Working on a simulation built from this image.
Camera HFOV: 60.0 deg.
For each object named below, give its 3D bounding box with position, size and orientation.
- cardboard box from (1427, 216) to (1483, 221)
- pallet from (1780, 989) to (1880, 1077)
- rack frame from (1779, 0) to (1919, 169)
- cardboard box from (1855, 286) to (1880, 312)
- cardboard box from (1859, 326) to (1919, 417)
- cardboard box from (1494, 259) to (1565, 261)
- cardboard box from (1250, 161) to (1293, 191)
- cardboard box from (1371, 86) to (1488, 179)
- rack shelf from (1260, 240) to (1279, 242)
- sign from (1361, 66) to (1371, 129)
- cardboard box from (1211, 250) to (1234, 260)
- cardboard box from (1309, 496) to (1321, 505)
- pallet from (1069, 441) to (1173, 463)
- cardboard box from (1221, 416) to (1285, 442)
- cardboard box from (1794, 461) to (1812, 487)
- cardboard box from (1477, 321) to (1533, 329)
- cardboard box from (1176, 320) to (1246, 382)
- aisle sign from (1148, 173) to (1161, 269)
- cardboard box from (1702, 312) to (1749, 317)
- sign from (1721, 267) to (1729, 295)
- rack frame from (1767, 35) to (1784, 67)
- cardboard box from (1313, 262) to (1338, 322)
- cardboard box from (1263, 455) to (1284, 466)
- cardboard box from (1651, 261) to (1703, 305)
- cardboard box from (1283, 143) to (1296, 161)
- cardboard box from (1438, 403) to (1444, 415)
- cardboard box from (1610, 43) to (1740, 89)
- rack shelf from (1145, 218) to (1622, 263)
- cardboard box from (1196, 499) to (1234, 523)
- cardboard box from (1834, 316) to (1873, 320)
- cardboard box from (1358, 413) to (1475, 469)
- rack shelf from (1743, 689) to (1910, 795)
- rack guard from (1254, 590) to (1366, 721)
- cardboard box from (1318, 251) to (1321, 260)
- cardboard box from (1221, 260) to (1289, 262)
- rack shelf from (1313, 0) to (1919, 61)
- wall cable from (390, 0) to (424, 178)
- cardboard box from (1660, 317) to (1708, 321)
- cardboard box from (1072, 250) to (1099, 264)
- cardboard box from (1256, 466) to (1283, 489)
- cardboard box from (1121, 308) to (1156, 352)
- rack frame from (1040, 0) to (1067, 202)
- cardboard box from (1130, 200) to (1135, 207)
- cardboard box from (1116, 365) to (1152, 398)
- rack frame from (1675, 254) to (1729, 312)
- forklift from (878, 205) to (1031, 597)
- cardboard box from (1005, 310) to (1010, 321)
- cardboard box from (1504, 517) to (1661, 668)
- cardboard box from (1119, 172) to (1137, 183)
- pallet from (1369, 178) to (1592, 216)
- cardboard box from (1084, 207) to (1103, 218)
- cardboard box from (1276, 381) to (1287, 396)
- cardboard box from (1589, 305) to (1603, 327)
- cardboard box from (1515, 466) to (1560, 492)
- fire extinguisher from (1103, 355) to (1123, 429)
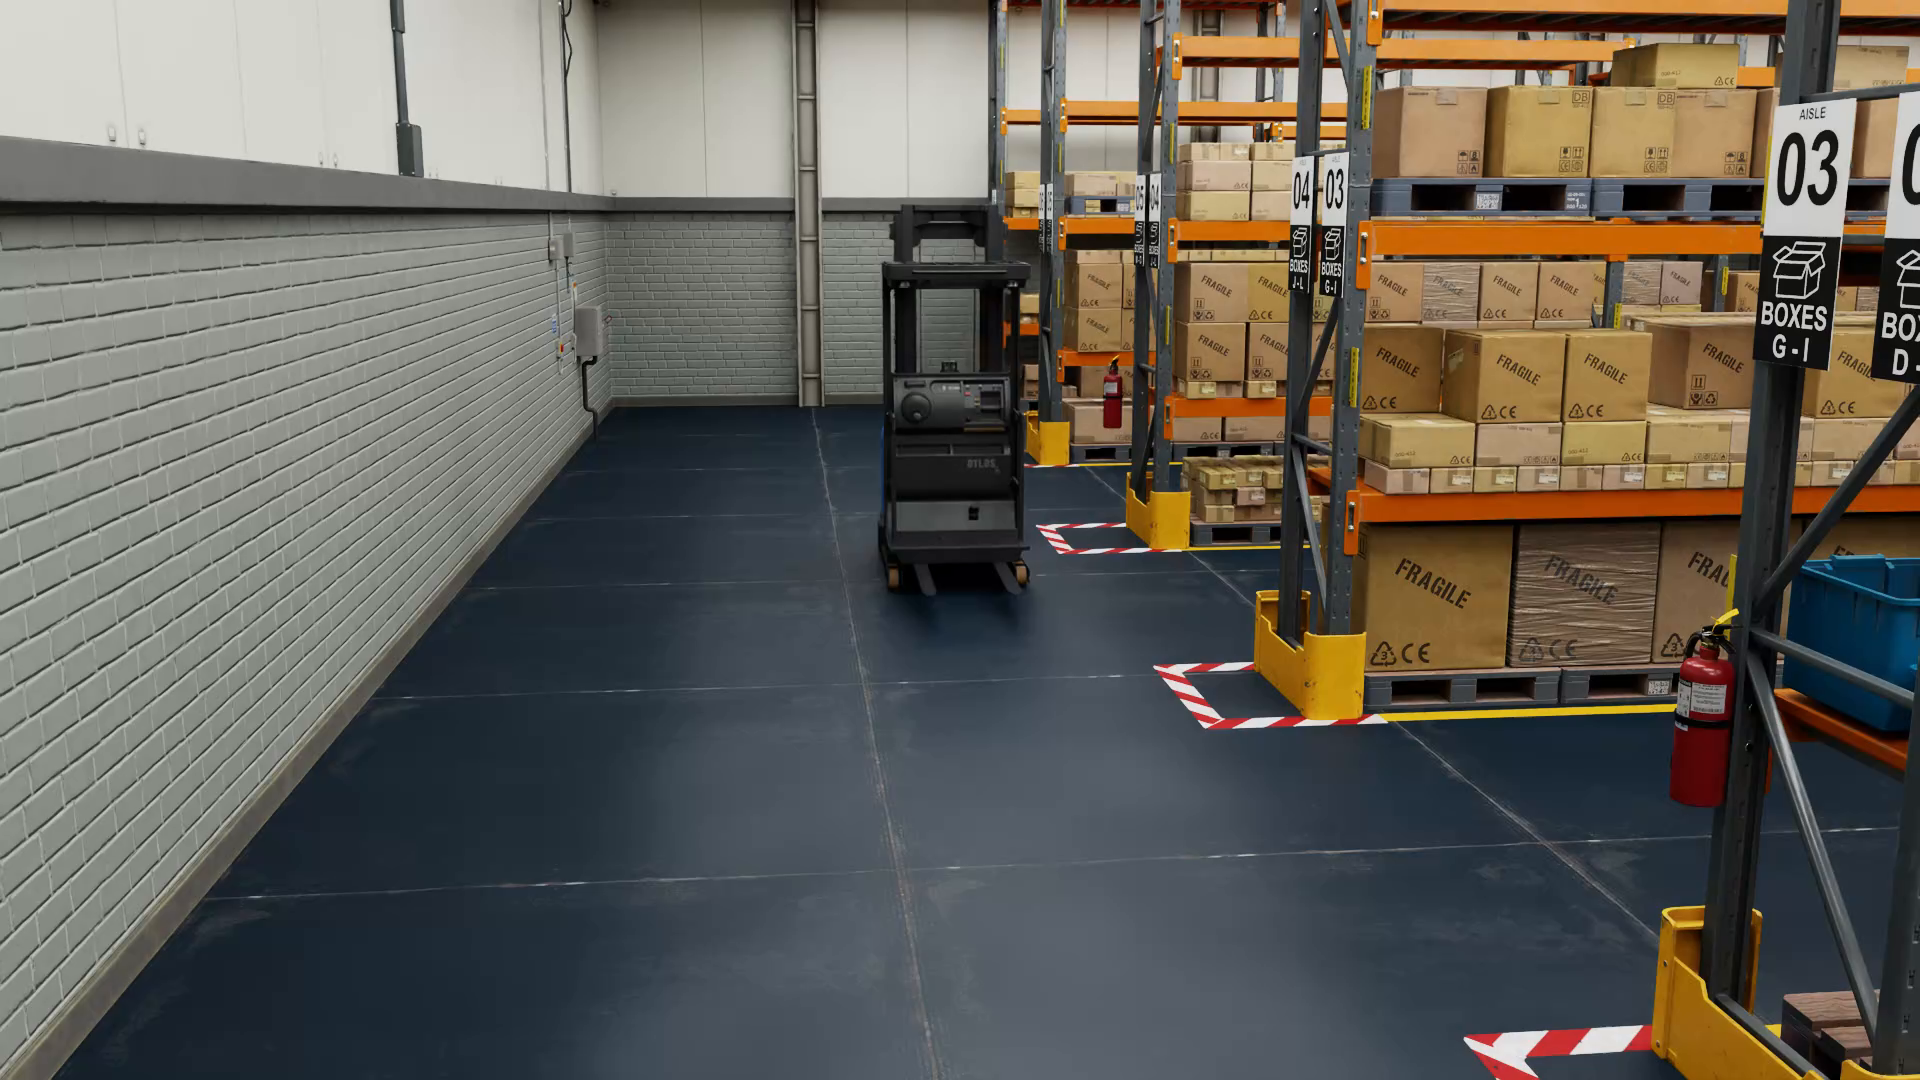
[{"bbox_3d":[4.214,-2.901,14.460,0.500,0.250,0.500,-1,11,-7],"label":"cardboard box"},{"bbox_3d":[3.492,1.762,5.360,1.213,0.211,1.003,-1,11,-6],"label":"pallet"},{"bbox_3d":[2.668,-2.541,4.463,0.127,3.000,1.000,-1,11,-6],"label":"rack frame"},{"bbox_3d":[11.031,-3.013,20.301,0.500,0.500,0.500,-2,11,-8],"label":"cardboard box"},{"bbox_3d":[5.682,-1.010,9.901,0.500,0.500,0.500,-1,11,-4],"label":"cardboard box"},{"bbox_3d":[5.200,-2.306,15.201,0.500,0.500,0.500,-1,11,-5],"label":"cardboard box"},{"bbox_3d":[2.682,-3.114,14.249,0.500,0.250,0.500,-1,11,-7],"label":"cardboard box"},{"bbox_3d":[2.645,-2.344,9.632,0.500,0.500,0.700,-2,11,-10],"label":"cardboard box"},{"bbox_3d":[6.489,-4.643,24.798,4.000,0.370,1.077,-1,11,-6],"label":"rack shelf"},{"bbox_3d":[2.188,-2.380,8.950,0.005,0.325,0.100,-1,11,-6],"label":"sign"},{"bbox_3d":[2.992,-3.284,19.262,0.250,0.149,0.380,-1,11,-7],"label":"cardboard box"},{"bbox_3d":[3.026,-0.416,14.741,0.250,0.149,0.380,-1,11,-4],"label":"cardboard box"},{"bbox_3d":[1.850,-1.111,19.970,1.213,0.211,1.003,-1,11,-6],"label":"pallet"},{"bbox_3d":[3.514,-1.468,20.114,0.875,0.438,0.875,-2,11,-8],"label":"cardboard box"},{"bbox_3d":[4.819,-0.416,9.860,0.250,0.149,0.380,-1,11,-5],"label":"cardboard box"},{"bbox_3d":[4.708,-1.704,14.727,0.500,0.500,0.500,-2,11,-8],"label":"cardboard box"},{"bbox_3d":[2.175,-1.651,14.462,0.500,0.500,0.500,-1,11,-3],"label":"cardboard box"},{"bbox_3d":[1.658,-2.717,14.171,0.004,0.787,0.394,-1,11,-6],"label":"aisle sign"},{"bbox_3d":[7.083,-2.025,15.411,0.250,0.149,0.380,-2,11,-8],"label":"cardboard box"},{"bbox_3d":[9.080,-3.076,19.735,0.005,0.325,0.100,-1,11,-6],"label":"sign"},{"bbox_3d":[12.453,-6.593,25.075,0.127,3.000,1.000,-1,11,-6],"label":"rack frame"},{"bbox_3d":[3.194,-2.162,14.469,0.500,0.500,0.500,-1,11,-7],"label":"cardboard box"},{"bbox_3d":[2.961,-0.676,15.290,0.250,0.149,0.380,-2,11,-8],"label":"cardboard box"},{"bbox_3d":[8.531,-3.093,19.972,0.500,0.500,0.500,-2,11,-8],"label":"cardboard box"},{"bbox_3d":[2.820,-3.301,14.165,0.250,0.149,0.380,-1,11,-5],"label":"cardboard box"},{"bbox_3d":[3.091,-0.691,10.222,0.500,0.250,0.500,-1,11,-7],"label":"cardboard box"},{"bbox_3d":[4.143,-2.731,9.656,0.500,0.250,0.500,-2,11,-8],"label":"cardboard box"},{"bbox_3d":[3.687,-2.661,14.714,4.000,0.370,1.077,-1,11,-6],"label":"rack shelf"},{"bbox_3d":[2.254,-0.257,14.700,0.250,0.149,0.380,-1,11,-5],"label":"cardboard box"},{"bbox_3d":[7.928,-1.917,14.862,0.250,0.149,0.380,-1,11,-3],"label":"cardboard box"},{"bbox_3d":[2.640,-0.577,9.647,0.500,0.250,0.500,-2,11,-8],"label":"cardboard box"},{"bbox_3d":[4.657,0.714,5.323,4.000,0.370,1.077,-1,11,-6],"label":"rack shelf"},{"bbox_3d":[2.110,0.680,10.112,0.348,0.500,1.175,-1,11,-6],"label":"rack guard"},{"bbox_3d":[4.245,-3.333,19.514,0.250,0.149,0.380,-1,11,-6],"label":"cardboard box"},{"bbox_3d":[2.630,-2.253,14.932,0.500,0.500,0.500,-2,11,-8],"label":"cardboard box"},{"bbox_3d":[4.122,-2.983,9.615,4.000,0.370,1.077,-1,11,-6],"label":"rack shelf"},{"bbox_3d":[-3.860,-5.612,11.747,0.120,5.999,2.277,-1,11,-6],"label":"wall cable"},{"bbox_3d":[6.393,-1.885,14.701,0.250,0.149,0.380,-1,11,-4],"label":"cardboard box"},{"bbox_3d":[1.446,-3.260,19.139,0.250,0.149,0.380,-1,11,-5],"label":"cardboard box"},{"bbox_3d":[2.781,-0.554,14.672,0.250,0.149,0.380,-1,11,-6],"label":"cardboard box"},{"bbox_3d":[2.071,-2.467,19.382,0.500,0.500,0.500,-1,11,-7],"label":"cardboard box"},{"bbox_3d":[1.063,-5.391,18.962,0.127,3.000,1.000,-1,11,-6],"label":"rack frame"},{"bbox_3d":[2.519,-4.938,24.052,0.500,0.250,0.500,-1,11,-7],"label":"cardboard box"},{"bbox_3d":[2.532,-2.375,24.566,0.500,0.500,0.500,-1,11,-5],"label":"cardboard box"},{"bbox_3d":[9.017,-2.614,20.388,0.127,3.000,1.000,-1,11,-6],"label":"rack frame"},{"bbox_3d":[-0.045,-1.124,12.988,1.130,2.935,3.031,-1,11,-5],"label":"forklift"},{"bbox_3d":[0.824,-3.334,24.703,0.250,0.149,0.380,-1,11,-7],"label":"cardboard box"},{"bbox_3d":[3.666,0.242,10.280,0.875,0.875,0.875,-1,11,-6],"label":"cardboard box"},{"bbox_3d":[2.503,-5.182,23.998,0.500,0.250,0.500,-1,11,-5],"label":"cardboard box"},{"bbox_3d":[2.870,-1.993,9.681,1.213,0.211,1.003,-1,11,-6],"label":"pallet"},{"bbox_3d":[1.899,-4.715,23.949,0.250,0.149,0.380,-1,11,-6],"label":"cardboard box"},{"bbox_3d":[2.821,-1.361,14.666,0.250,0.149,0.380,-1,11,-3],"label":"cardboard box"},{"bbox_3d":[7.546,-2.701,19.923,0.500,0.250,0.500,-1,11,-8],"label":"cardboard box"},{"bbox_3d":[3.291,-0.384,9.698,0.250,0.149,0.380,-1,11,-7],"label":"cardboard box"},{"bbox_3d":[1.398,-1.362,15.189,0.183,0.674,0.296,-1,11,-6],"label":"fire extinguisher"}]
